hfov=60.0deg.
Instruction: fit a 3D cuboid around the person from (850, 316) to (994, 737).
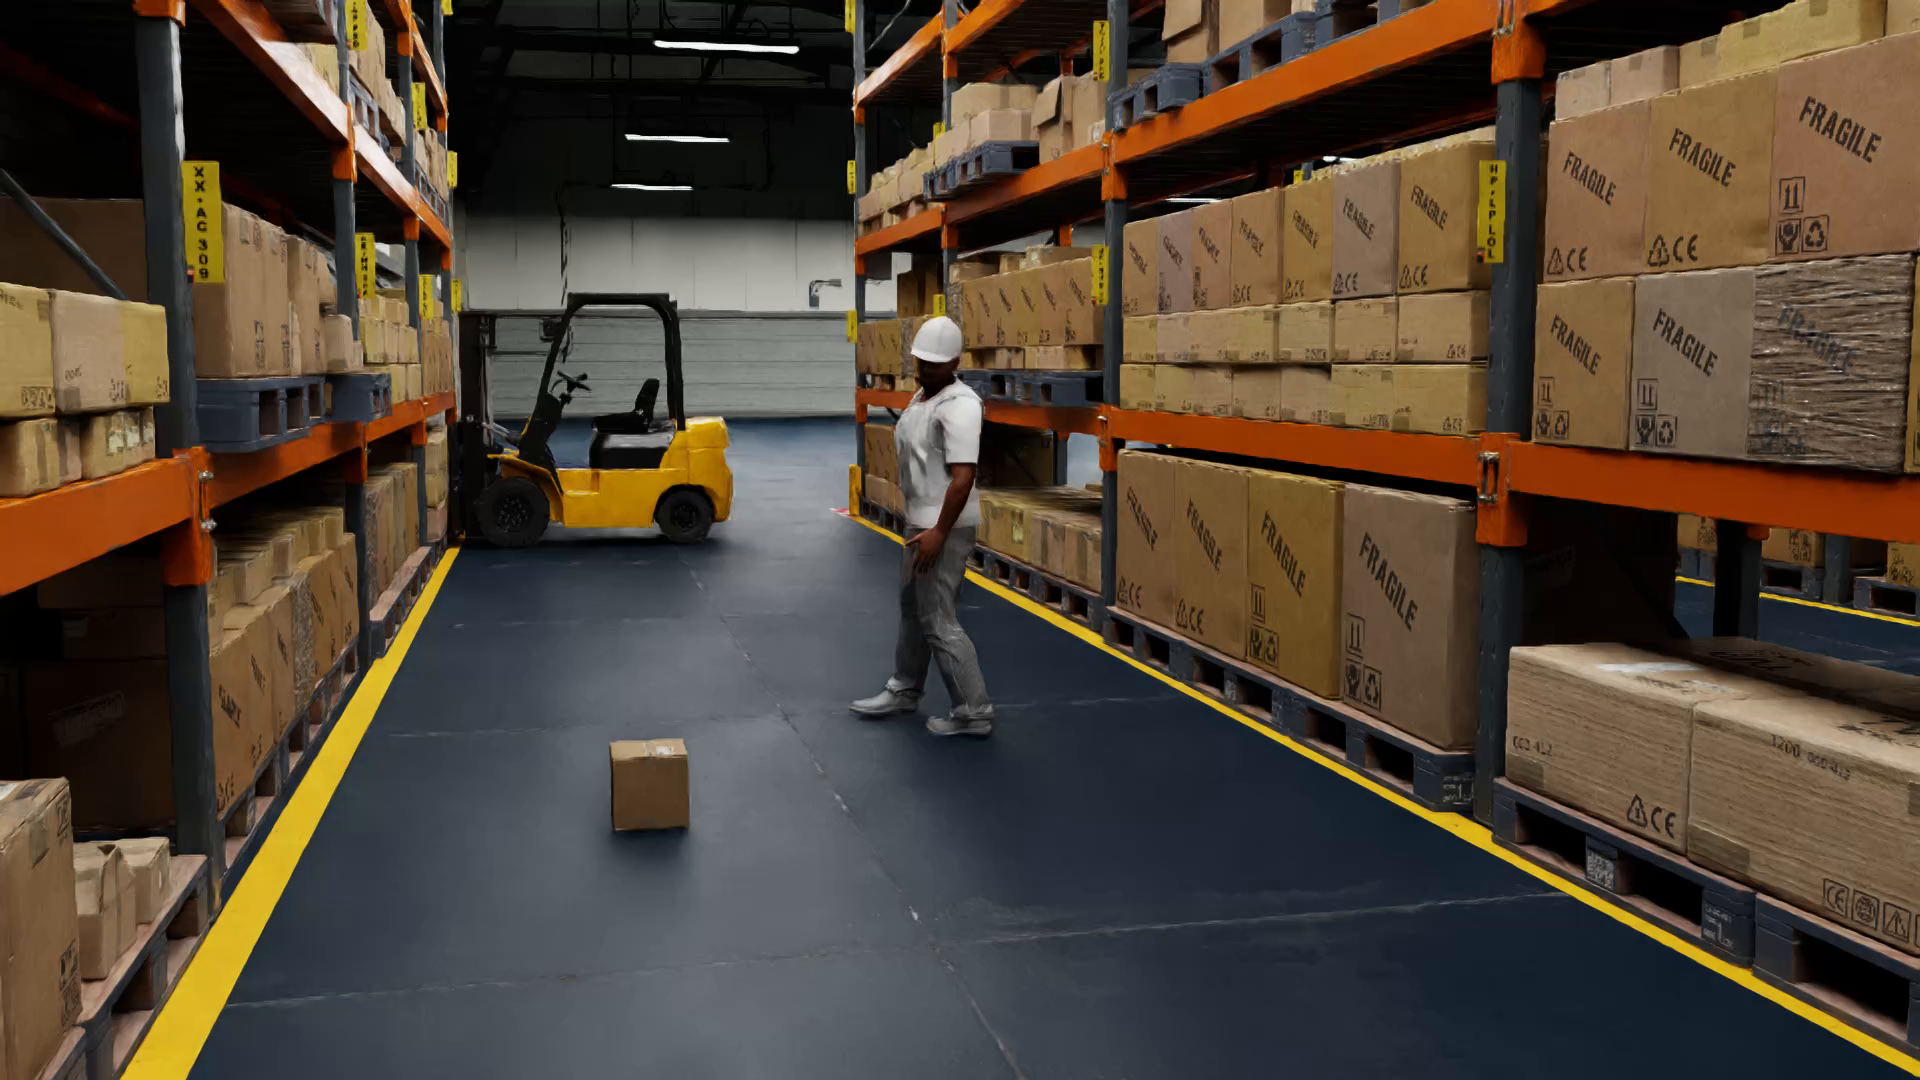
[{"bbox_3d":[-0.167,-0.058,7.024,0.563,1.757,0.675,-1,6,-9],"label":"person"}]
